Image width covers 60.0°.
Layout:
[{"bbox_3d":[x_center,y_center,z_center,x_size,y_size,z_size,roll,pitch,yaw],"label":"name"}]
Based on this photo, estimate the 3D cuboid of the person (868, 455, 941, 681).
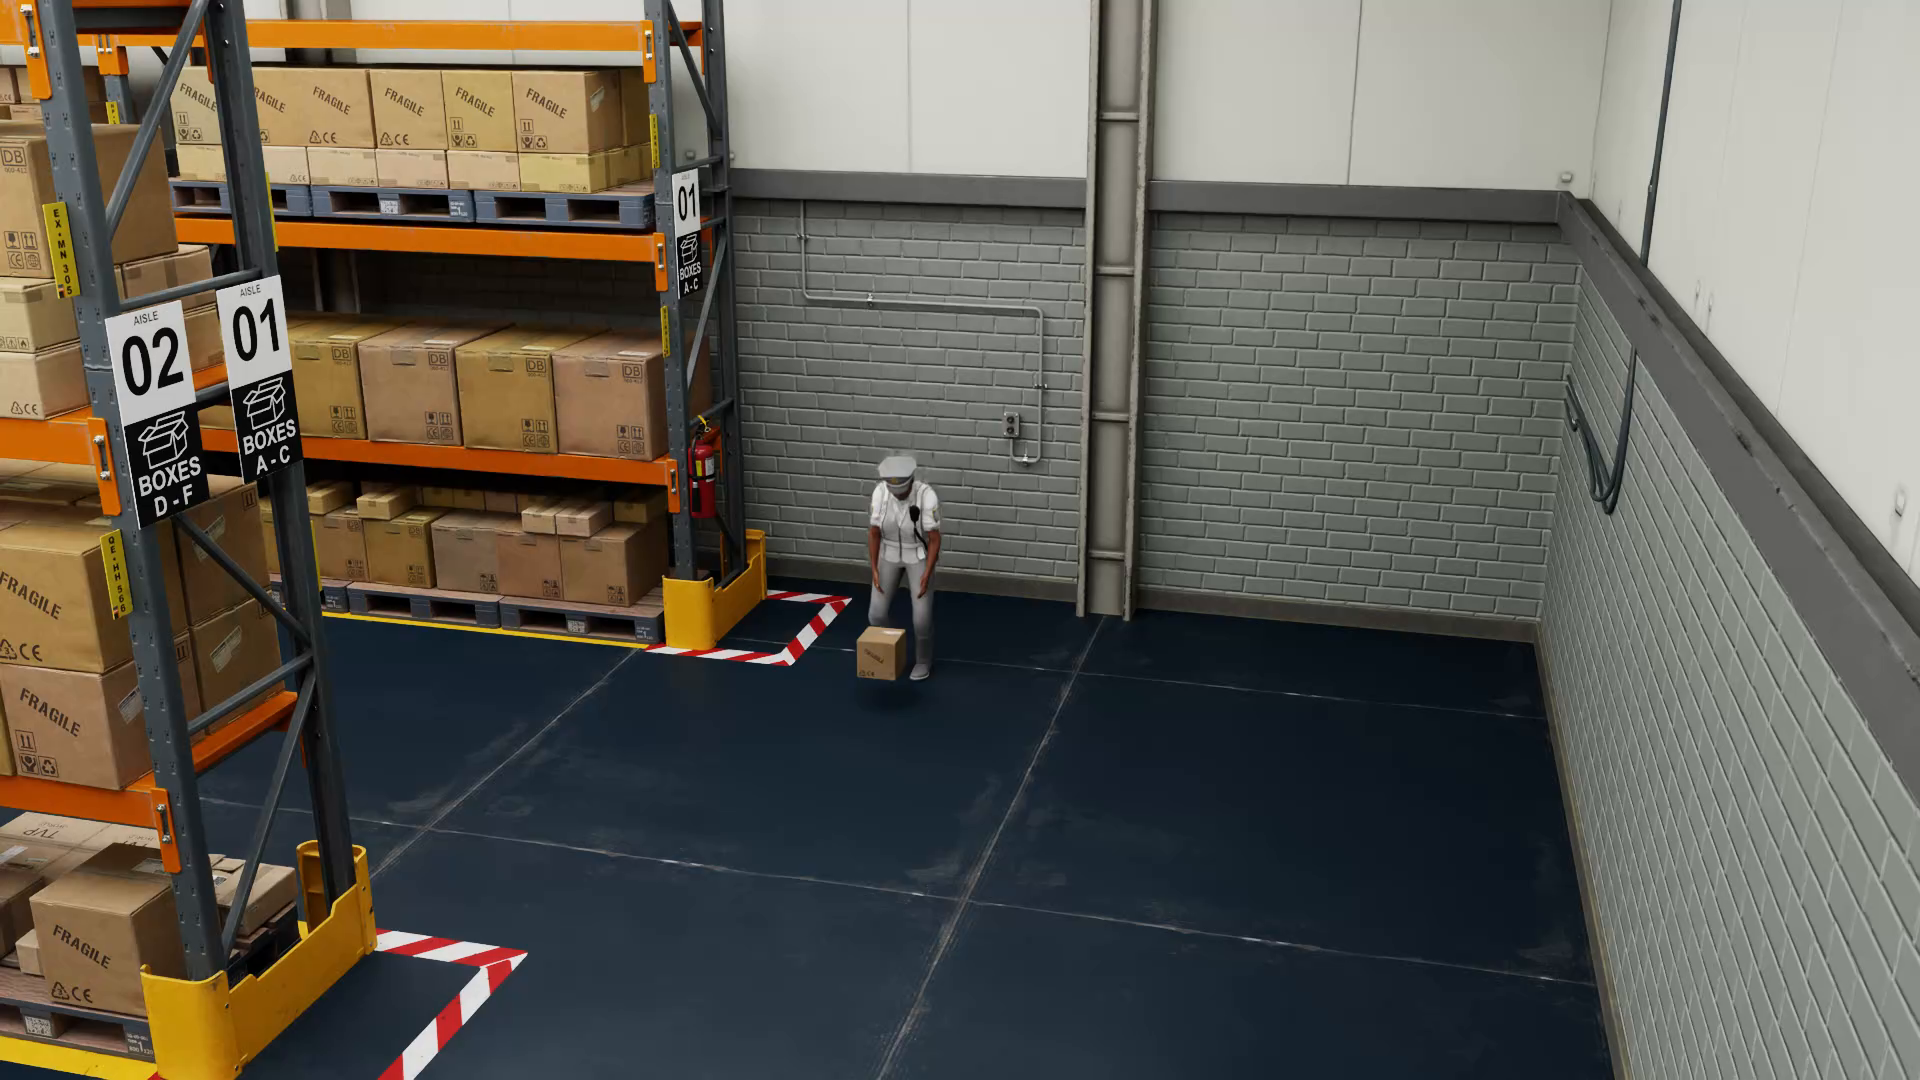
[{"bbox_3d":[-6.482,1.087,7.524,10.565,1.846,10.303,5,19,14],"label":"person"}]
